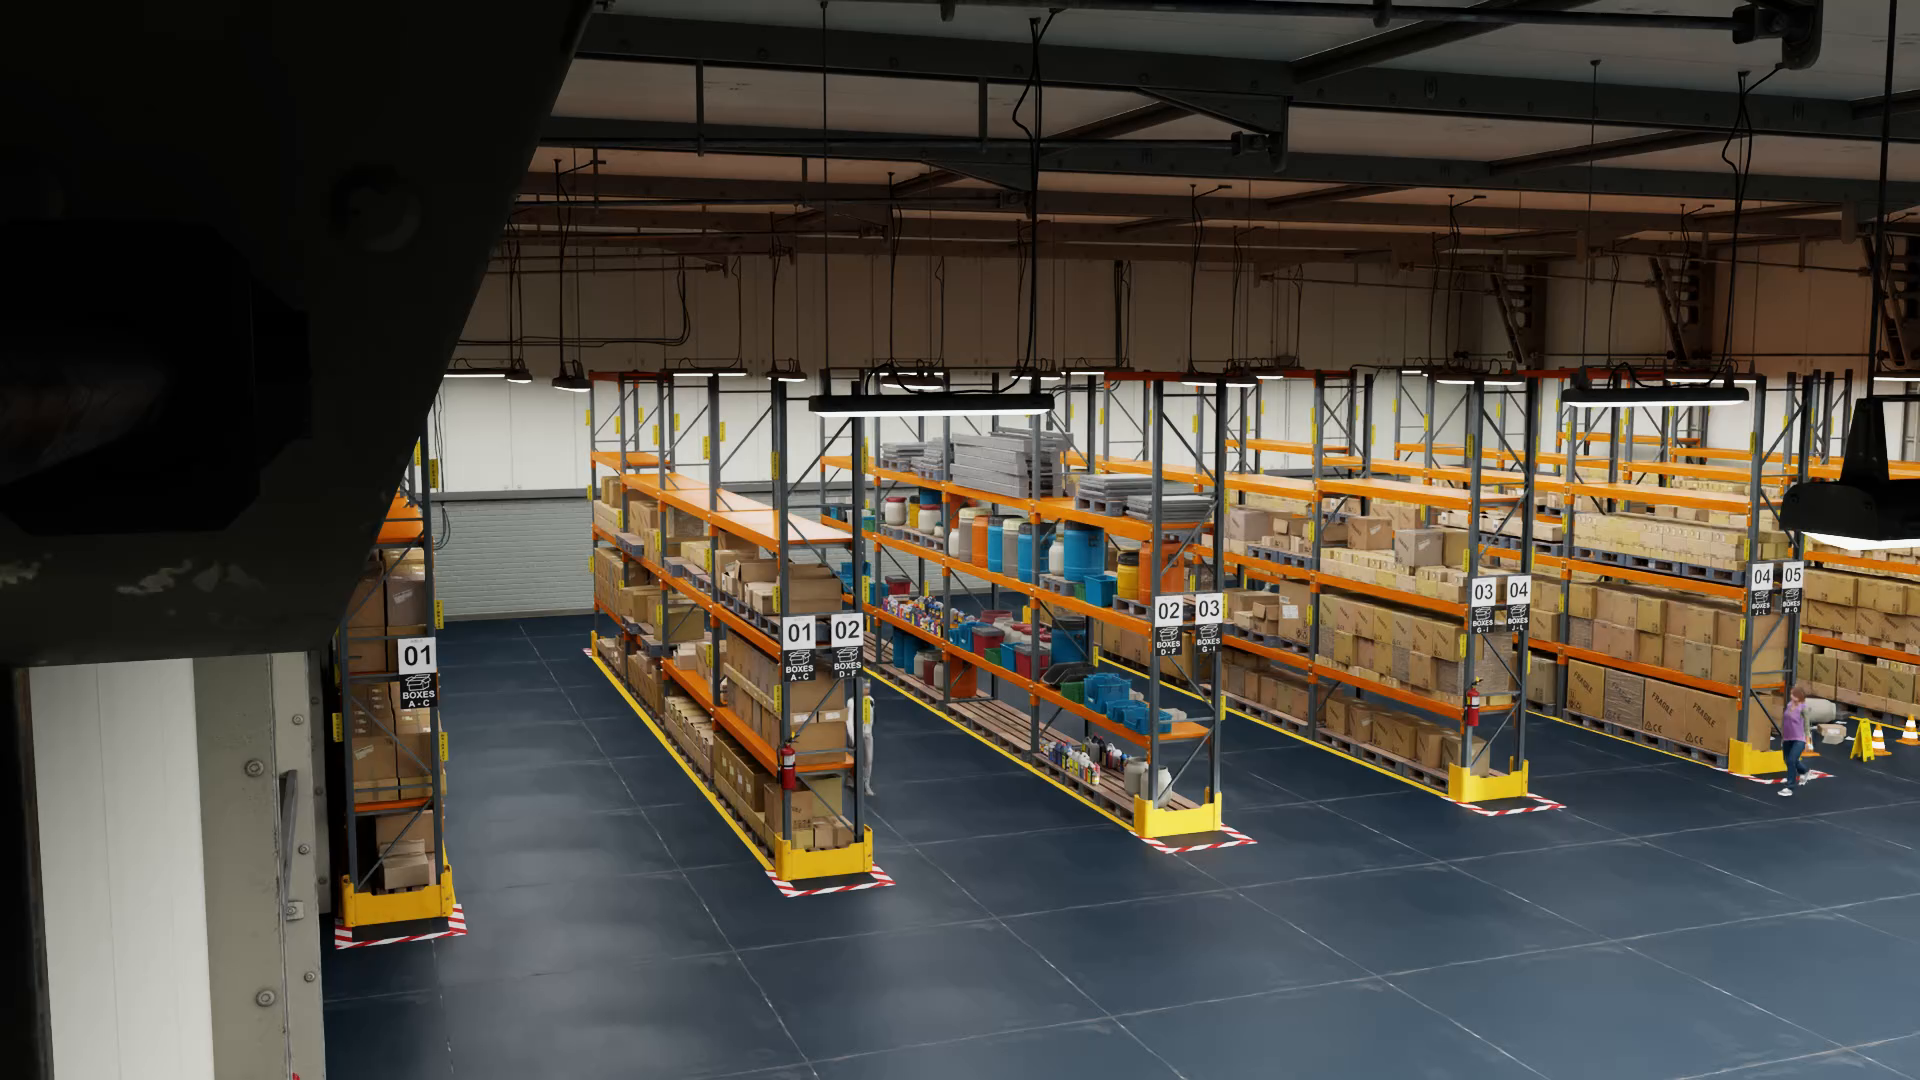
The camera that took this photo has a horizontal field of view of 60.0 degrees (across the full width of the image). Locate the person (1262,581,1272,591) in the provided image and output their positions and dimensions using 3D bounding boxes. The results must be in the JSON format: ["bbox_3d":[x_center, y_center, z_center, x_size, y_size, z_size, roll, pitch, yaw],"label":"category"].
[{"bbox_3d":[8.276,0.477,44.548,0.558,1.761,0.868,5,8,36],"label":"person"}]

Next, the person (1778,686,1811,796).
[{"bbox_3d":[12.074,2.870,23.933,0.805,1.563,0.416,-3,7,-27],"label":"person"}]

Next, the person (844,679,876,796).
[{"bbox_3d":[-1.430,2.835,24.154,0.562,1.673,0.744,-5,8,-37],"label":"person"}]
